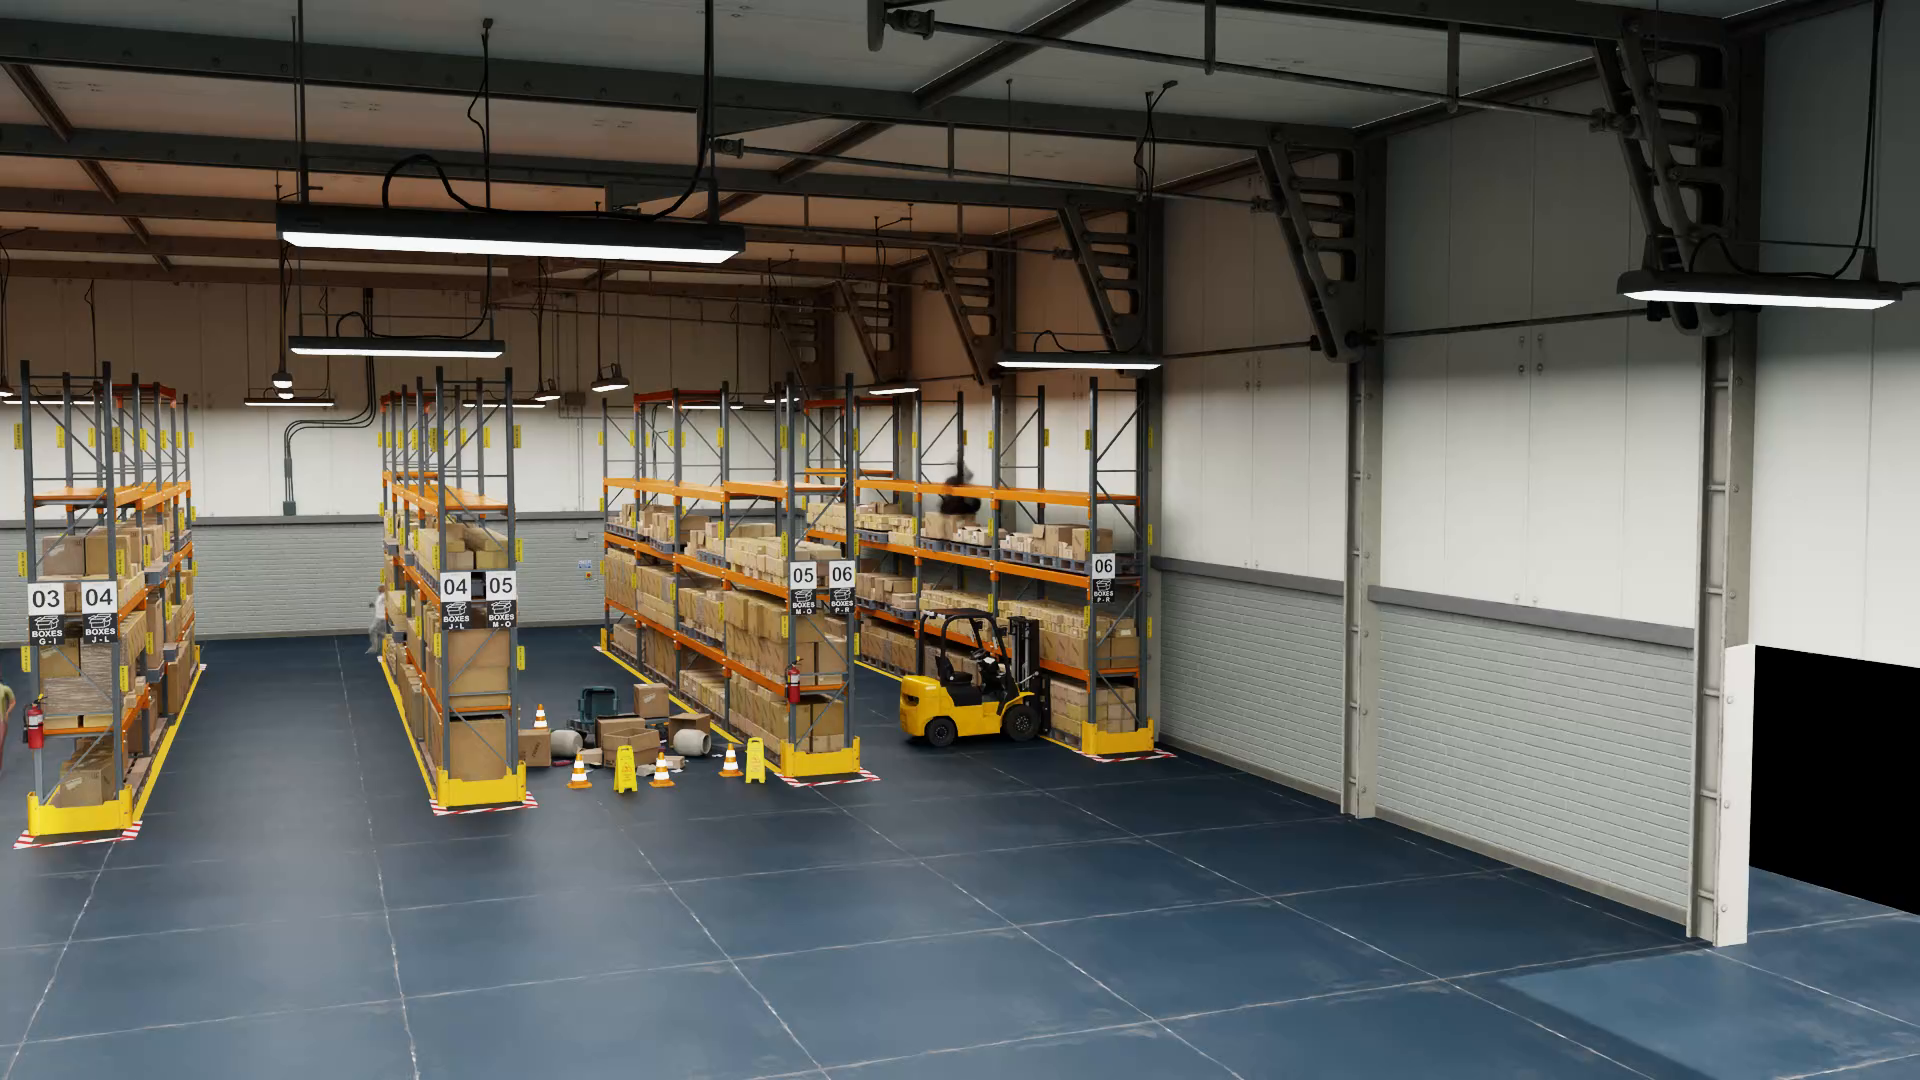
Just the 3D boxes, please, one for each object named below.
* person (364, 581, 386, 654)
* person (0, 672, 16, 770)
[{"bbox_3d":[-13.549,1.804,38.840,0.763,1.768,0.676,-1,4,-15],"label":"person"},{"bbox_3d":[-14.290,2.705,24.620,0.563,1.624,0.533,-2,4,-27],"label":"person"}]
